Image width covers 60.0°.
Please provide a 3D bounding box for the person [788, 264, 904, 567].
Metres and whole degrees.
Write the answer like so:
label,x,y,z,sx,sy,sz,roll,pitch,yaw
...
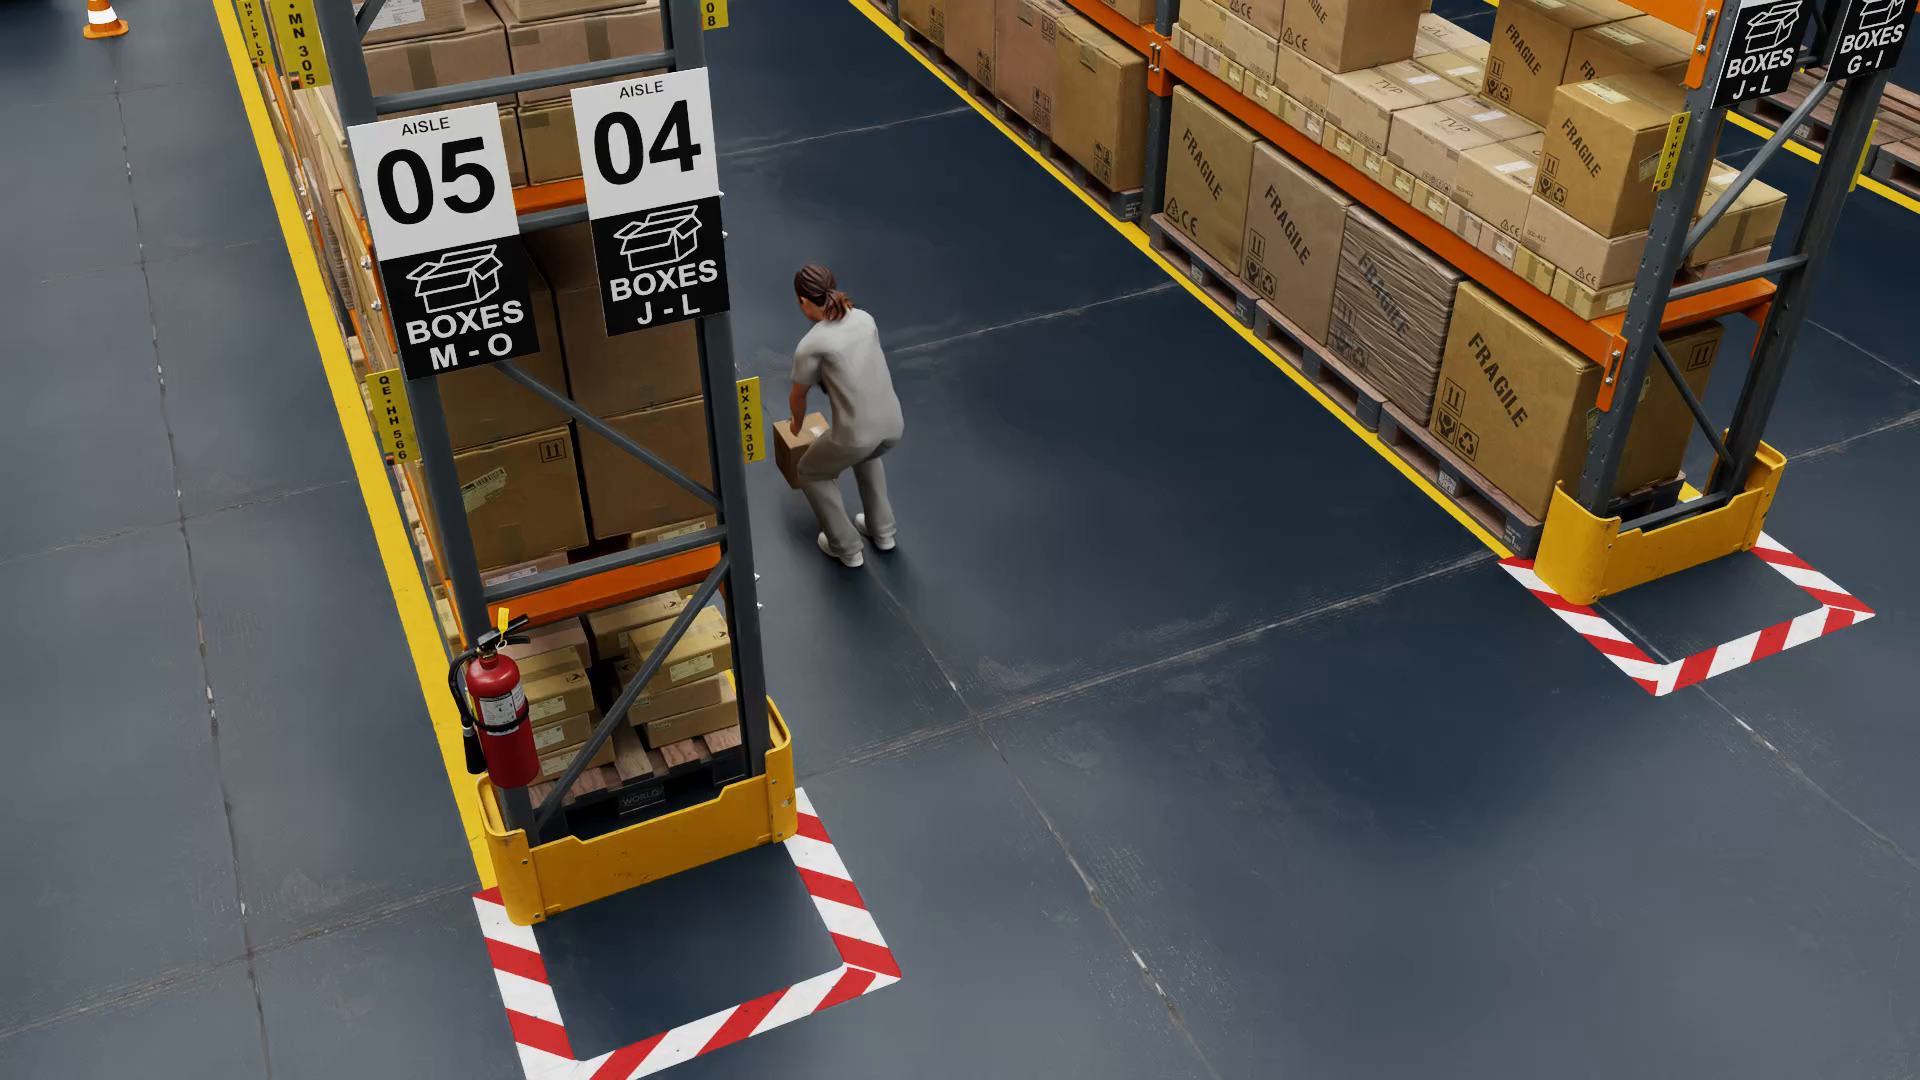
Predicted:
label,x,y,z,sx,sy,sz,roll,pitch,yaw
person,-0.545,-0.555,7.758,0.488,1.469,0.574,-25,44,-29
